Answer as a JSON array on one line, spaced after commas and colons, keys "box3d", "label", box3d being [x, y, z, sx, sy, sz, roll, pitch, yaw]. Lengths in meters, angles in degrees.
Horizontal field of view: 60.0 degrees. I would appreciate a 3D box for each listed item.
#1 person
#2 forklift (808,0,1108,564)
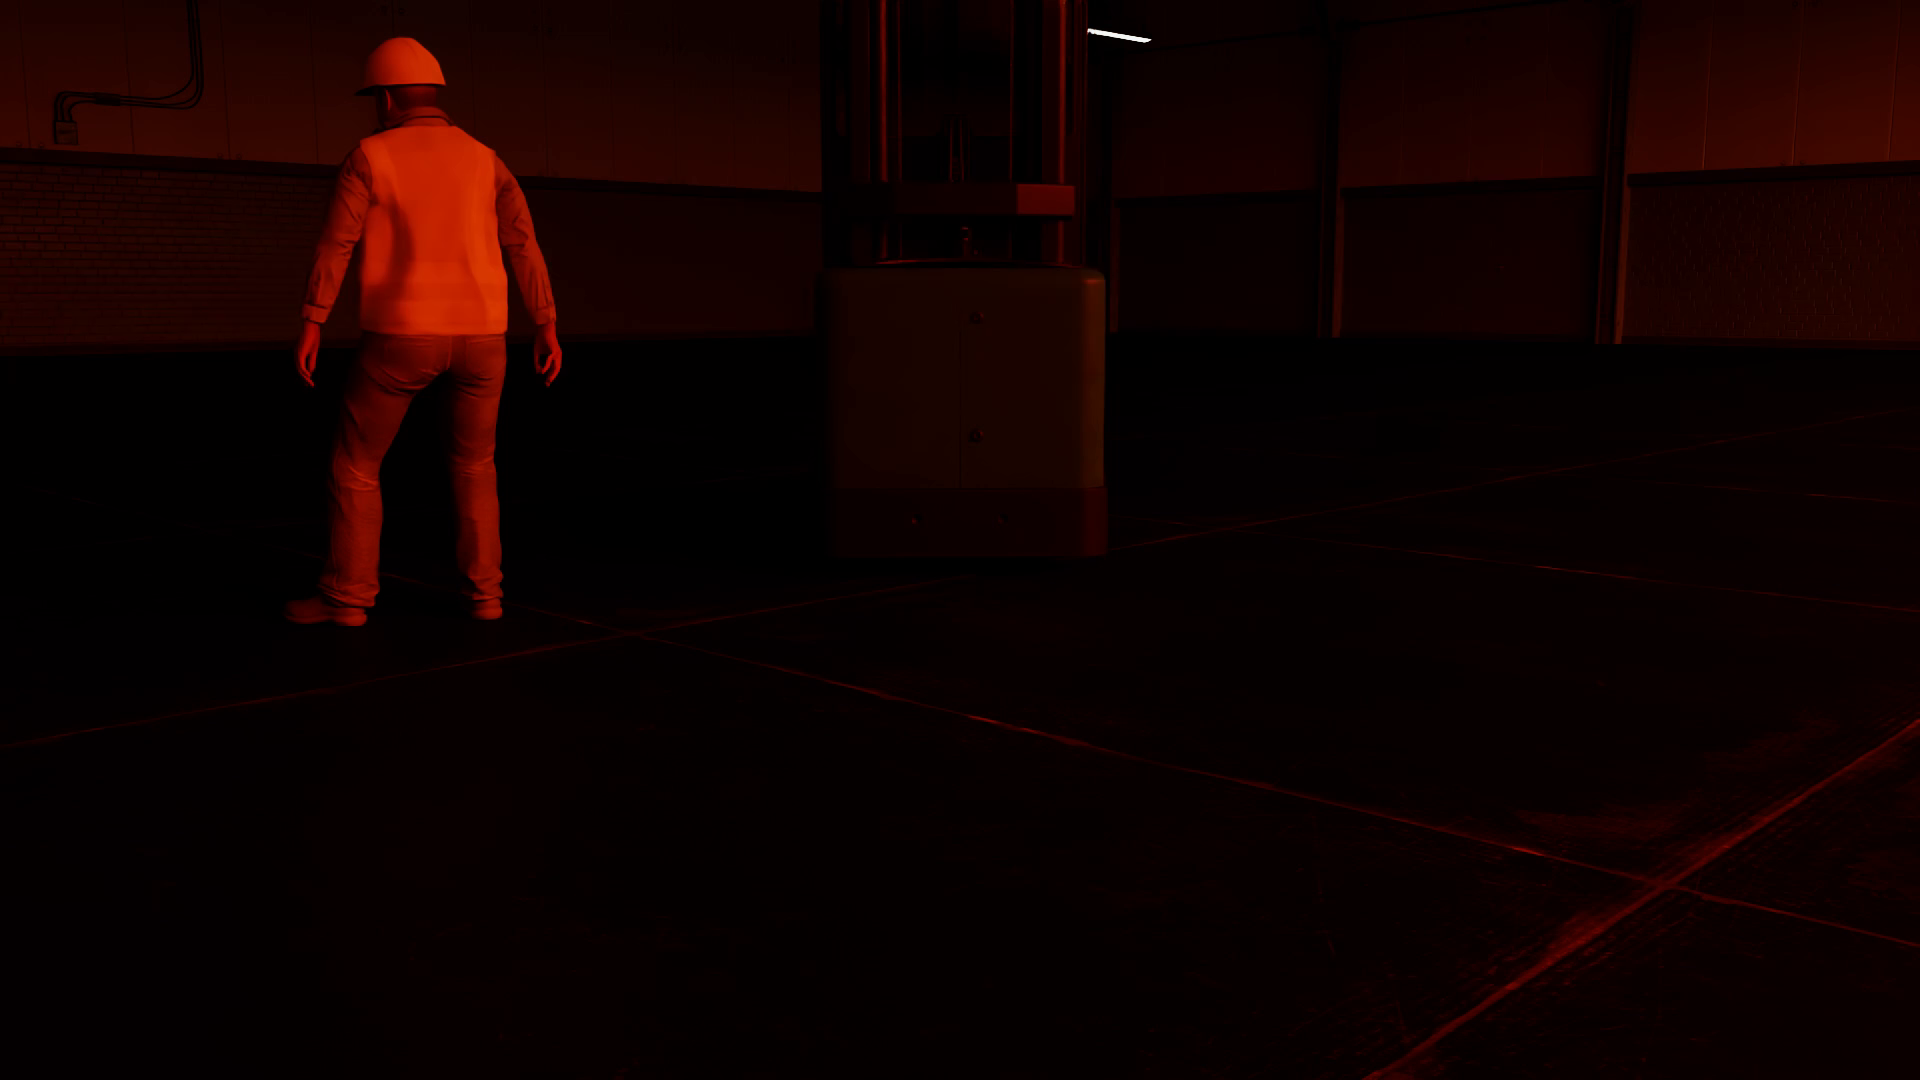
[{"box3d": [-1.645, -0.628, 5.044, 0.823, 1.744, 0.442, -6, 10, -33], "label": "person"}, {"box3d": [-0.032, -1.542, 7.114, 1.130, 2.935, 3.031, 0, 9, -1], "label": "forklift"}]
